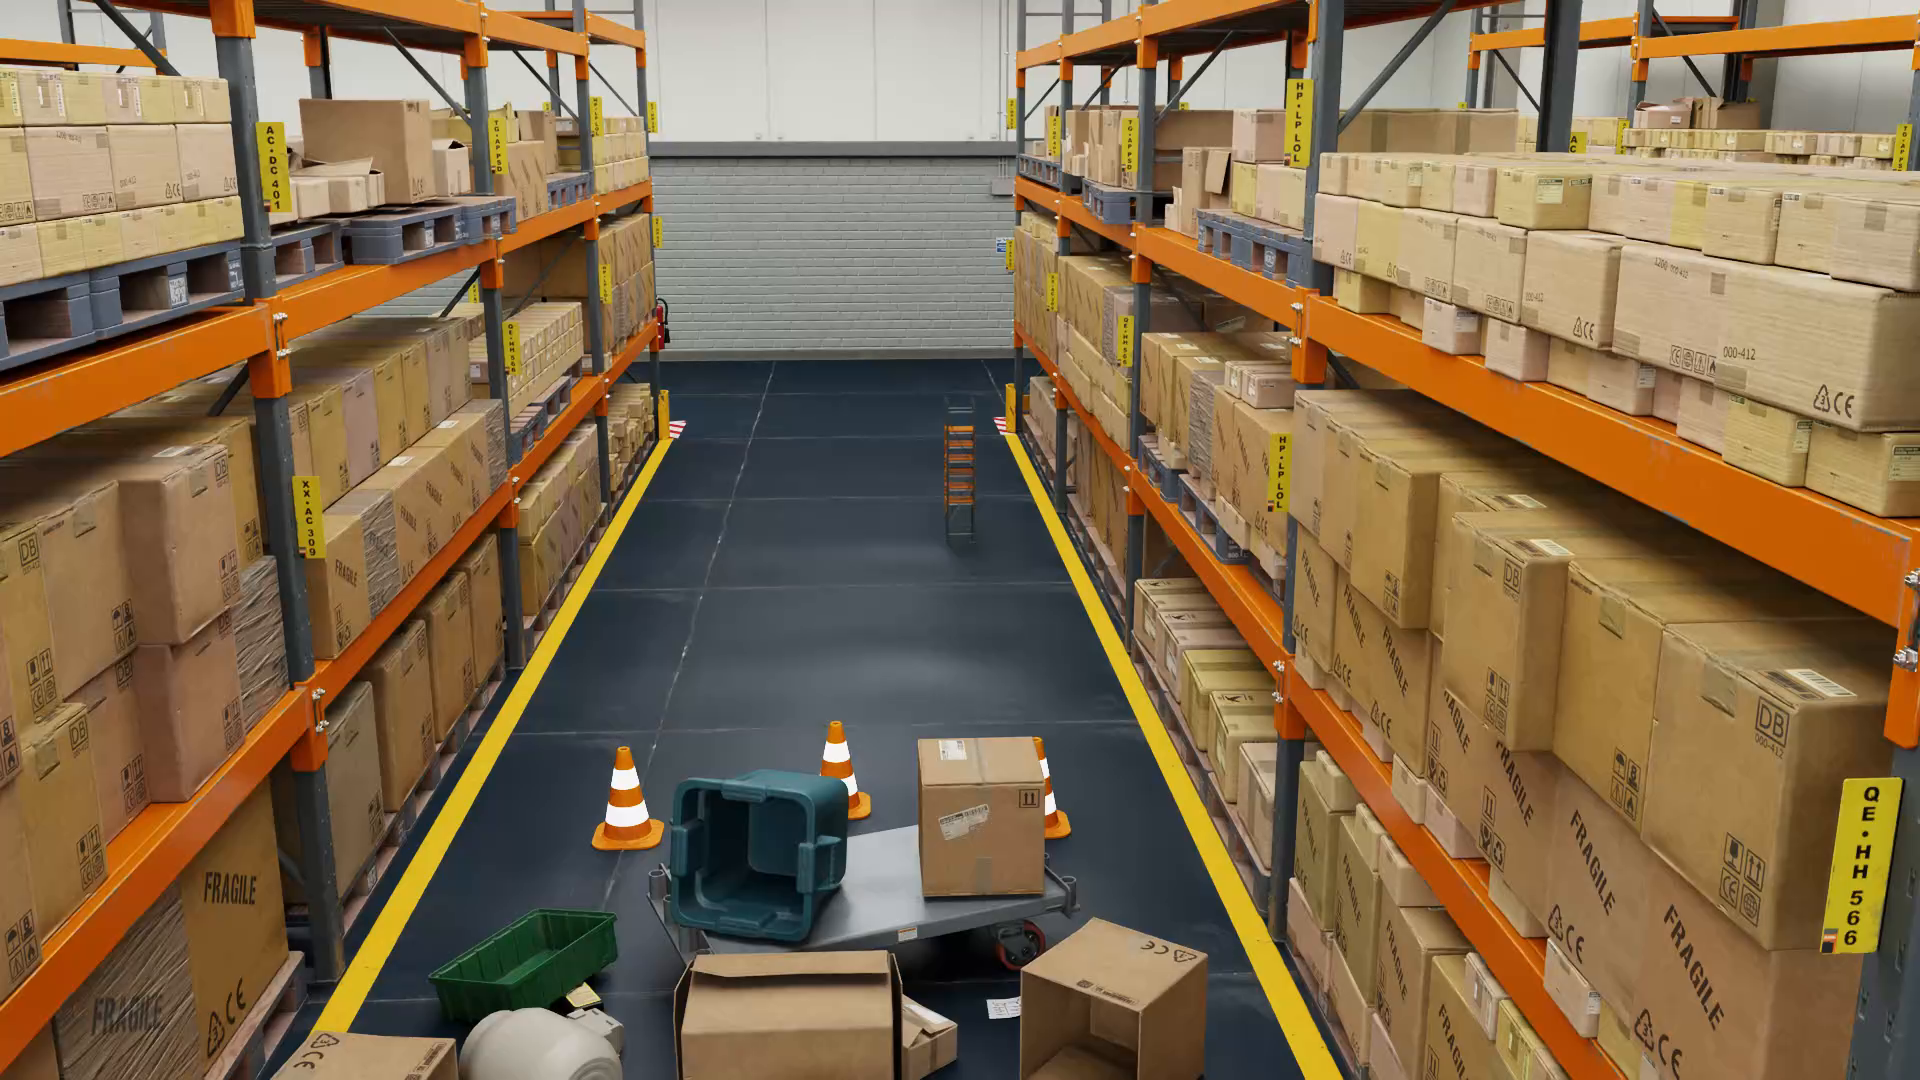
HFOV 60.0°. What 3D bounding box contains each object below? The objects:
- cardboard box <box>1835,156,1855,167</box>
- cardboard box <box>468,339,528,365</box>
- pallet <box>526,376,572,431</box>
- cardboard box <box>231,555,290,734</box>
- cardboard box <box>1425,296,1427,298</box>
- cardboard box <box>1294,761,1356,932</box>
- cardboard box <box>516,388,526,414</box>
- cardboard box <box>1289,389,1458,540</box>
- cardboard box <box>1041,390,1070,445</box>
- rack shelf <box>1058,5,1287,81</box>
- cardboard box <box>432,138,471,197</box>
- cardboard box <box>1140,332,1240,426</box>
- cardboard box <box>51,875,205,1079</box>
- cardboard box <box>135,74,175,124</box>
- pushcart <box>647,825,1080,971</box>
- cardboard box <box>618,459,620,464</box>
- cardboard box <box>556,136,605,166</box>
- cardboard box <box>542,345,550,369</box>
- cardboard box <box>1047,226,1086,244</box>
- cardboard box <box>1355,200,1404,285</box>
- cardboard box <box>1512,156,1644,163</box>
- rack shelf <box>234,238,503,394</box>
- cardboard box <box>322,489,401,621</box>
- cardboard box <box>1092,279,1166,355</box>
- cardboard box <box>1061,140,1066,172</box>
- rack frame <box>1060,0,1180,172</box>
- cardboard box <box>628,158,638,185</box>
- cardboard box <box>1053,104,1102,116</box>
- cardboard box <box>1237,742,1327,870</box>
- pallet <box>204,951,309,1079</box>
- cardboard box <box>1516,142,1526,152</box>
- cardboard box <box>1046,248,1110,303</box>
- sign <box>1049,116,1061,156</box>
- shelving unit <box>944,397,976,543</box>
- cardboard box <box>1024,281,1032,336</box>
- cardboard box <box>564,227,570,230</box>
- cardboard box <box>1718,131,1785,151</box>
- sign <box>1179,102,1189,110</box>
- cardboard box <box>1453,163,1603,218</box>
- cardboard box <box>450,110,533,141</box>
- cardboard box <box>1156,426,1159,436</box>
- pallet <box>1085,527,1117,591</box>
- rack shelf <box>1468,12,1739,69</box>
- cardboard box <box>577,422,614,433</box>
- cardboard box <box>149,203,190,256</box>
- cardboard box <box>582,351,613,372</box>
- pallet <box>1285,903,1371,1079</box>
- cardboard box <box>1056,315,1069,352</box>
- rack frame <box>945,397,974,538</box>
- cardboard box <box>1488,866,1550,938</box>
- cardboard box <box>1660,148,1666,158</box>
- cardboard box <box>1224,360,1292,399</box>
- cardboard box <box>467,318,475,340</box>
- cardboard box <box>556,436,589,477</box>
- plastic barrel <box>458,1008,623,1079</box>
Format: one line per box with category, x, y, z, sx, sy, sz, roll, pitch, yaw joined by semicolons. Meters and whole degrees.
cardboard box;6.314;-2.582;11.524;0.380;0.149;0.250;-1;14;-2
cardboard box;-3.206;-1.297;11.514;0.380;0.149;0.250;-1;15;-6
pallet;-3.488;-1.014;12.332;1.003;0.211;1.213;-1;14;-3
cardboard box;-3.042;0.399;6.156;0.875;0.550;0.550;-1;14;-3
cardboard box;1.699;-0.716;5.275;0.380;0.149;0.250;-1;14;-5
cardboard box;1.624;1.194;6.536;0.500;0.500;0.500;0;14;-1
cardboard box;-3.185;-0.945;11.341;0.380;0.149;0.250;0;14;-1
cardboard box;1.668;-0.286;6.313;0.700;0.500;0.500;-1;14;-4
cardboard box;1.319;-1.279;17.276;0.875;0.438;0.875;0;14;-2
rack shelf;1.485;-3.577;12.117;1.077;0.370;4.000;-1;14;-3
cardboard box;-2.961;-2.021;8.978;0.500;0.311;0.500;-1;14;-3
cardboard box;1.406;-0.997;10.241;0.500;0.500;0.500;-1;14;-5
cardboard box;-3.048;1.587;5.260;0.875;0.875;0.875;-1;14;-3
cardboard box;-2.706;-1.378;5.203;0.380;0.149;0.250;-1;14;-4
pushcart;-0.415;1.596;7.067;1.648;0.377;0.936;-6;16;-23
cardboard box;-3.358;-0.655;15.432;0.380;0.149;0.250;-1;14;-4
cardboard box;-3.363;-3.356;14.326;0.500;0.250;0.500;0;14;-2
cardboard box;-3.256;-1.352;12.324;0.380;0.149;0.250;0;14;-1
cardboard box;1.026;-2.884;15.706;0.380;0.149;0.250;-1;14;-4
cardboard box;1.652;-1.004;5.594;0.500;0.250;0.500;-1;14;-4
cardboard box;2.114;-1.234;5.687;0.380;0.149;0.250;-1;14;-2
rack shelf;-3.201;-1.222;8.180;1.077;0.370;4.000;-1;14;-3
cardboard box;-2.873;0.071;7.531;0.500;0.500;0.500;-1;14;-3
cardboard box;1.252;-1.625;12.115;0.500;0.500;0.500;-1;14;-3
cardboard box;1.043;-3.173;13.745;0.396;0.266;0.258;-1;14;-4
rack frame;1.361;-4.617;13.911;1.000;3.000;0.127;-1;14;-3
cardboard box;-3.472;-3.625;16.378;0.500;0.250;0.500;0;14;-1
cardboard box;1.246;-3.801;15.509;0.797;0.503;0.637;0;14;1
cardboard box;1.822;1.217;7.708;0.950;0.372;0.625;-1;14;-3
pallet;-3.108;1.920;6.139;1.003;0.211;1.213;-1;14;-3
cardboard box;5.894;-3.940;17.003;0.500;0.250;0.500;-1;14;-5
cardboard box;1.057;-2.357;14.961;0.500;0.500;0.500;-1;14;-4
sign;0.808;-3.444;14.176;0.100;0.325;0.005;-1;14;-3
shelving unit;0.001;-0.577;13.863;0.258;1.200;0.189;-1;14;-3
cardboard box;0.930;-2.379;17.051;0.500;0.500;0.500;-1;14;-4
cardboard box;-3.927;-2.655;15.523;0.500;0.500;0.500;-1;14;-2
cardboard box;6.050;-3.053;12.716;0.380;0.149;0.250;-1;14;-3
sign;1.902;-3.578;14.223;0.100;0.325;0.005;-1;14;-3
cardboard box;1.686;-1.033;4.904;0.380;0.149;0.250;-1;14;-4
cardboard box;-3.608;-2.930;12.324;0.797;0.503;0.637;-1;14;-4
cardboard box;1.444;-0.715;10.446;0.380;0.149;0.250;-2;15;-7
pallet;1.563;0.134;13.083;1.003;0.211;1.213;-1;14;-3
rack shelf;6.191;-4.842;16.236;1.077;0.370;4.000;-1;14;-3
cardboard box;-3.449;-1.006;15.600;0.380;0.149;0.250;-1;14;-5
cardboard box;-2.702;-0.991;5.298;0.380;0.149;0.250;-1;14;-3
cardboard box;-3.264;-1.564;14.589;0.380;0.149;0.250;0;14;-1
pallet;1.934;1.795;6.626;1.003;0.211;1.213;-1;14;-3
cardboard box;1.107;-1.767;14.173;0.500;0.250;0.500;-1;14;-5
rack frame;-0.005;-0.600;13.951;0.240;1.200;0.006;-1;14;-3
cardboard box;1.719;0.988;4.671;0.380;0.149;0.250;-1;14;-4
cardboard box;6.032;-3.165;13.749;0.380;0.149;0.250;-1;14;-3
cardboard box;1.507;-0.782;8.105;0.380;0.149;0.250;-2;15;-6
cardboard box;-3.941;-1.616;12.754;0.380;0.149;0.250;-1;14;-4
cardboard box;-3.256;-0.657;13.227;0.500;0.250;0.500;0;14;-1
plastic barrel;-1.476;1.886;5.848;0.512;0.421;0.421;10;18;35
